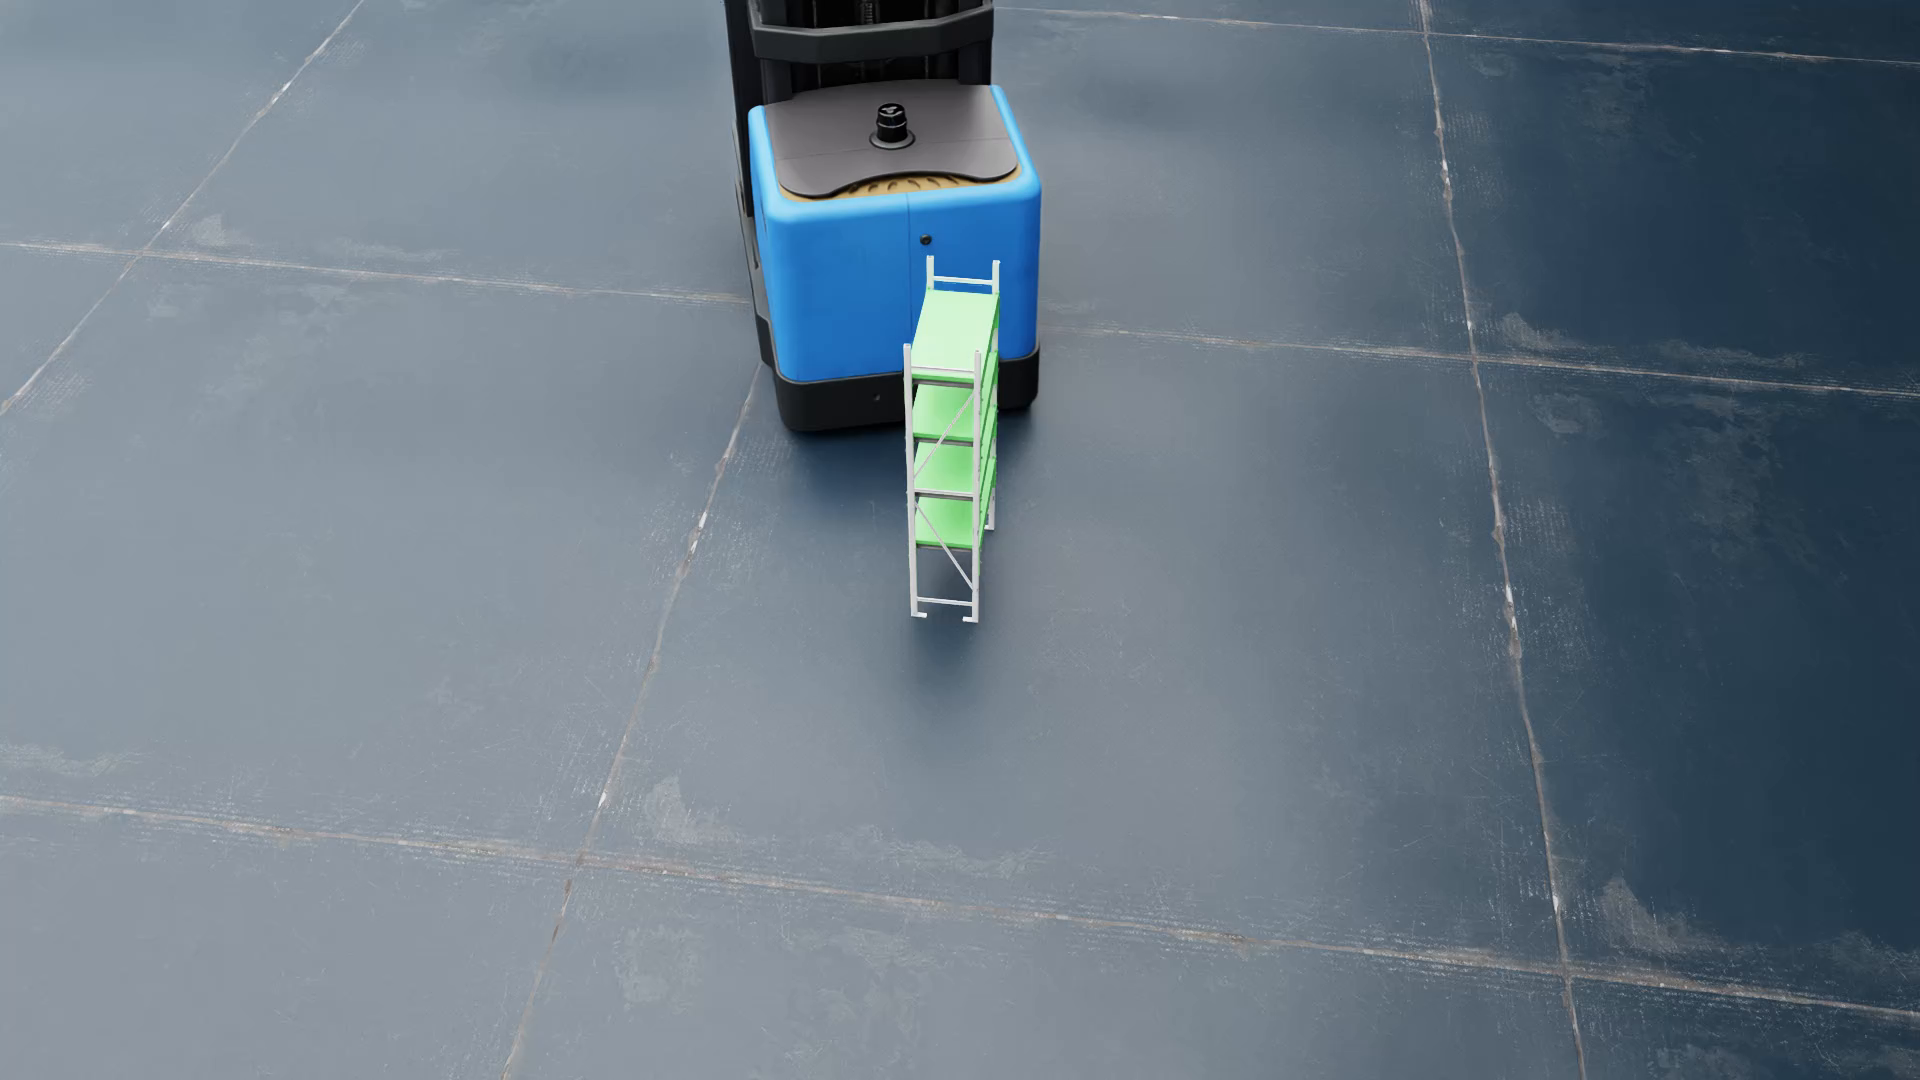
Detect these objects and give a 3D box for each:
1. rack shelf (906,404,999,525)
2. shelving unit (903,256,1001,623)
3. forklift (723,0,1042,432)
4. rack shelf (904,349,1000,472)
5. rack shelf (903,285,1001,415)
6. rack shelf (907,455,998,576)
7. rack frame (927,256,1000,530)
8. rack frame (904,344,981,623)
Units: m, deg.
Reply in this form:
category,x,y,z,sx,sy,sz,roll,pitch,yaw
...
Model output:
category,x,y,z,sx,sy,sz,roll,pitch,yaw
rack shelf,-0.022,-0.276,5.762,0.258,0.148,0.480,5,44,6
shelving unit,-0.022,-0.323,5.718,0.258,1.200,0.503,5,44,6
forklift,-0.455,-2.519,6.779,1.130,2.935,3.031,-7,44,-8
rack shelf,-0.022,-0.451,5.597,0.258,0.148,0.480,5,44,6
rack shelf,-0.022,-0.625,5.432,0.258,0.148,0.480,5,44,6
rack shelf,-0.022,-0.102,5.927,0.258,0.148,0.480,5,44,6
rack frame,0.010,-0.489,5.894,0.240,1.200,0.015,5,44,6
rack frame,-0.054,-0.157,5.543,0.240,1.200,0.015,5,44,6
